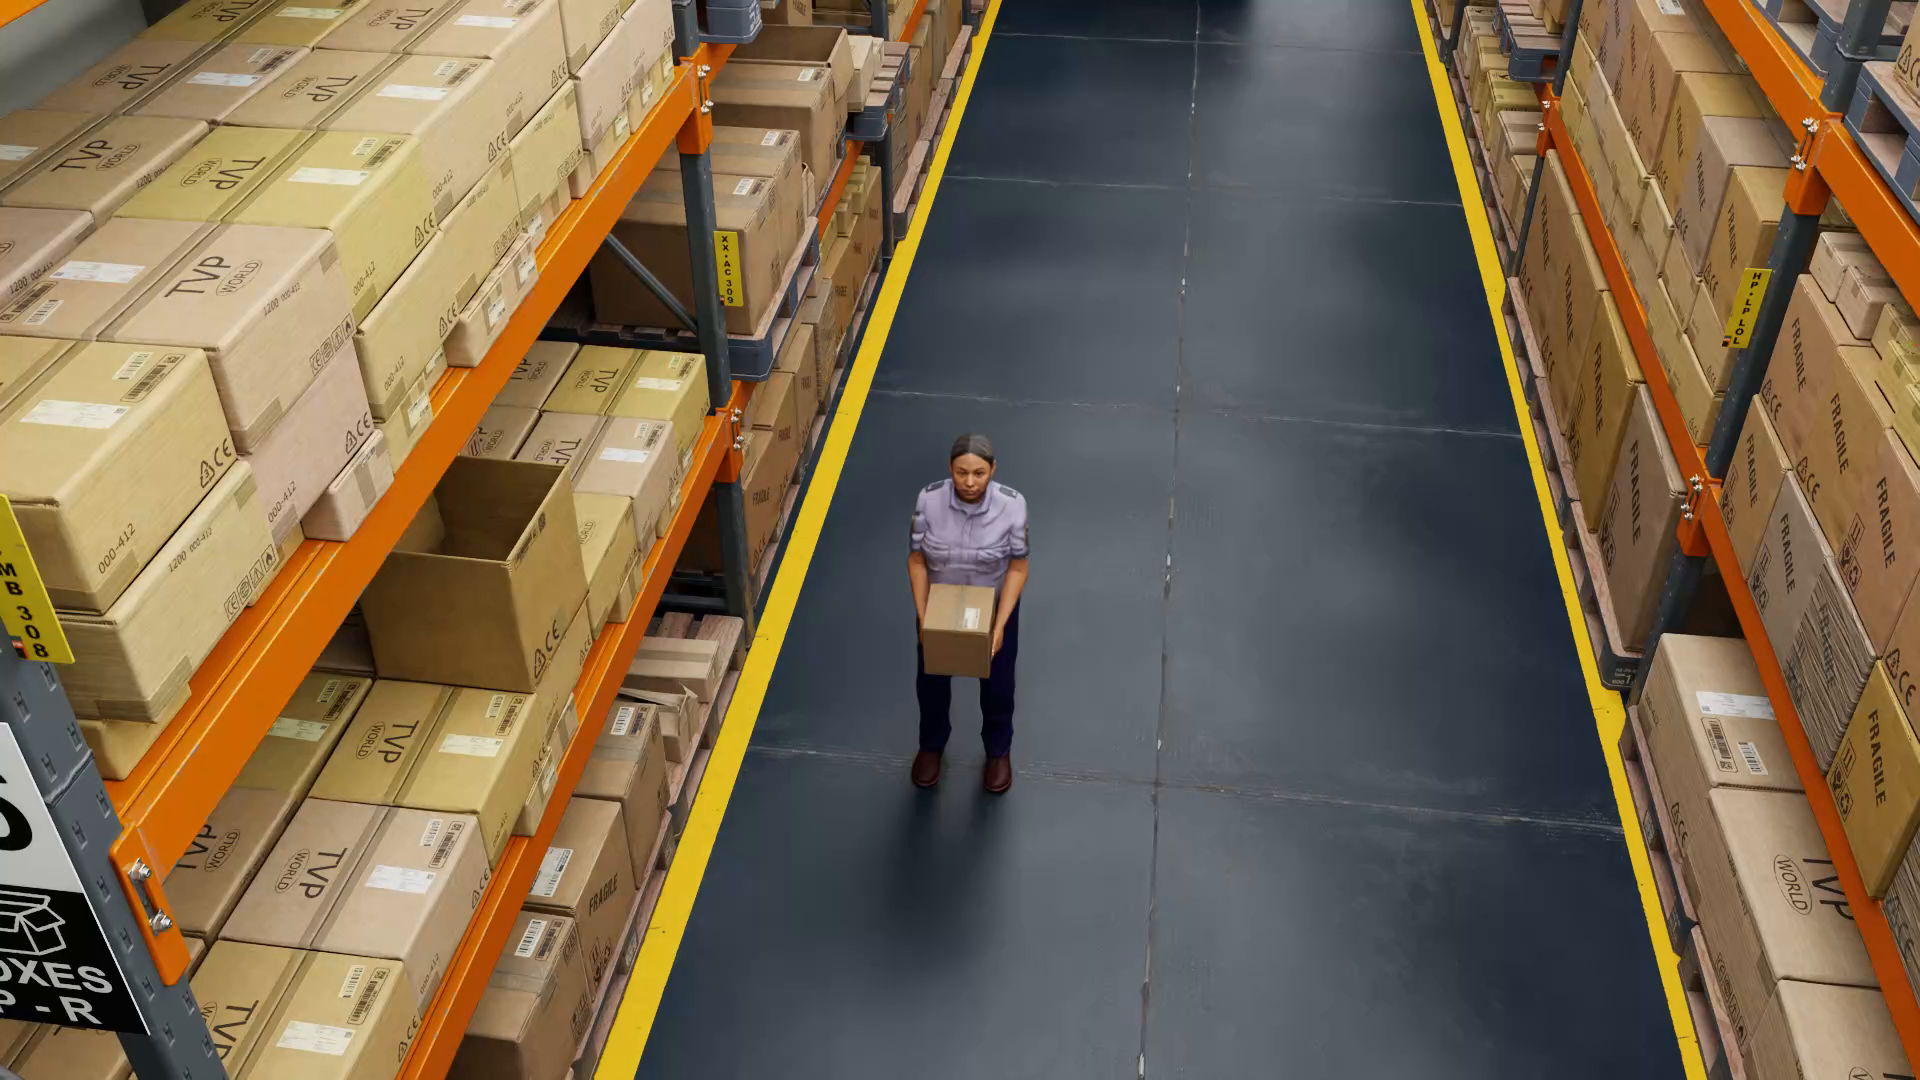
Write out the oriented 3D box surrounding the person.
[{"bbox_3d":[0.027,0.331,6.595,0.480,1.652,0.498,4,37,6],"label":"person"}]
